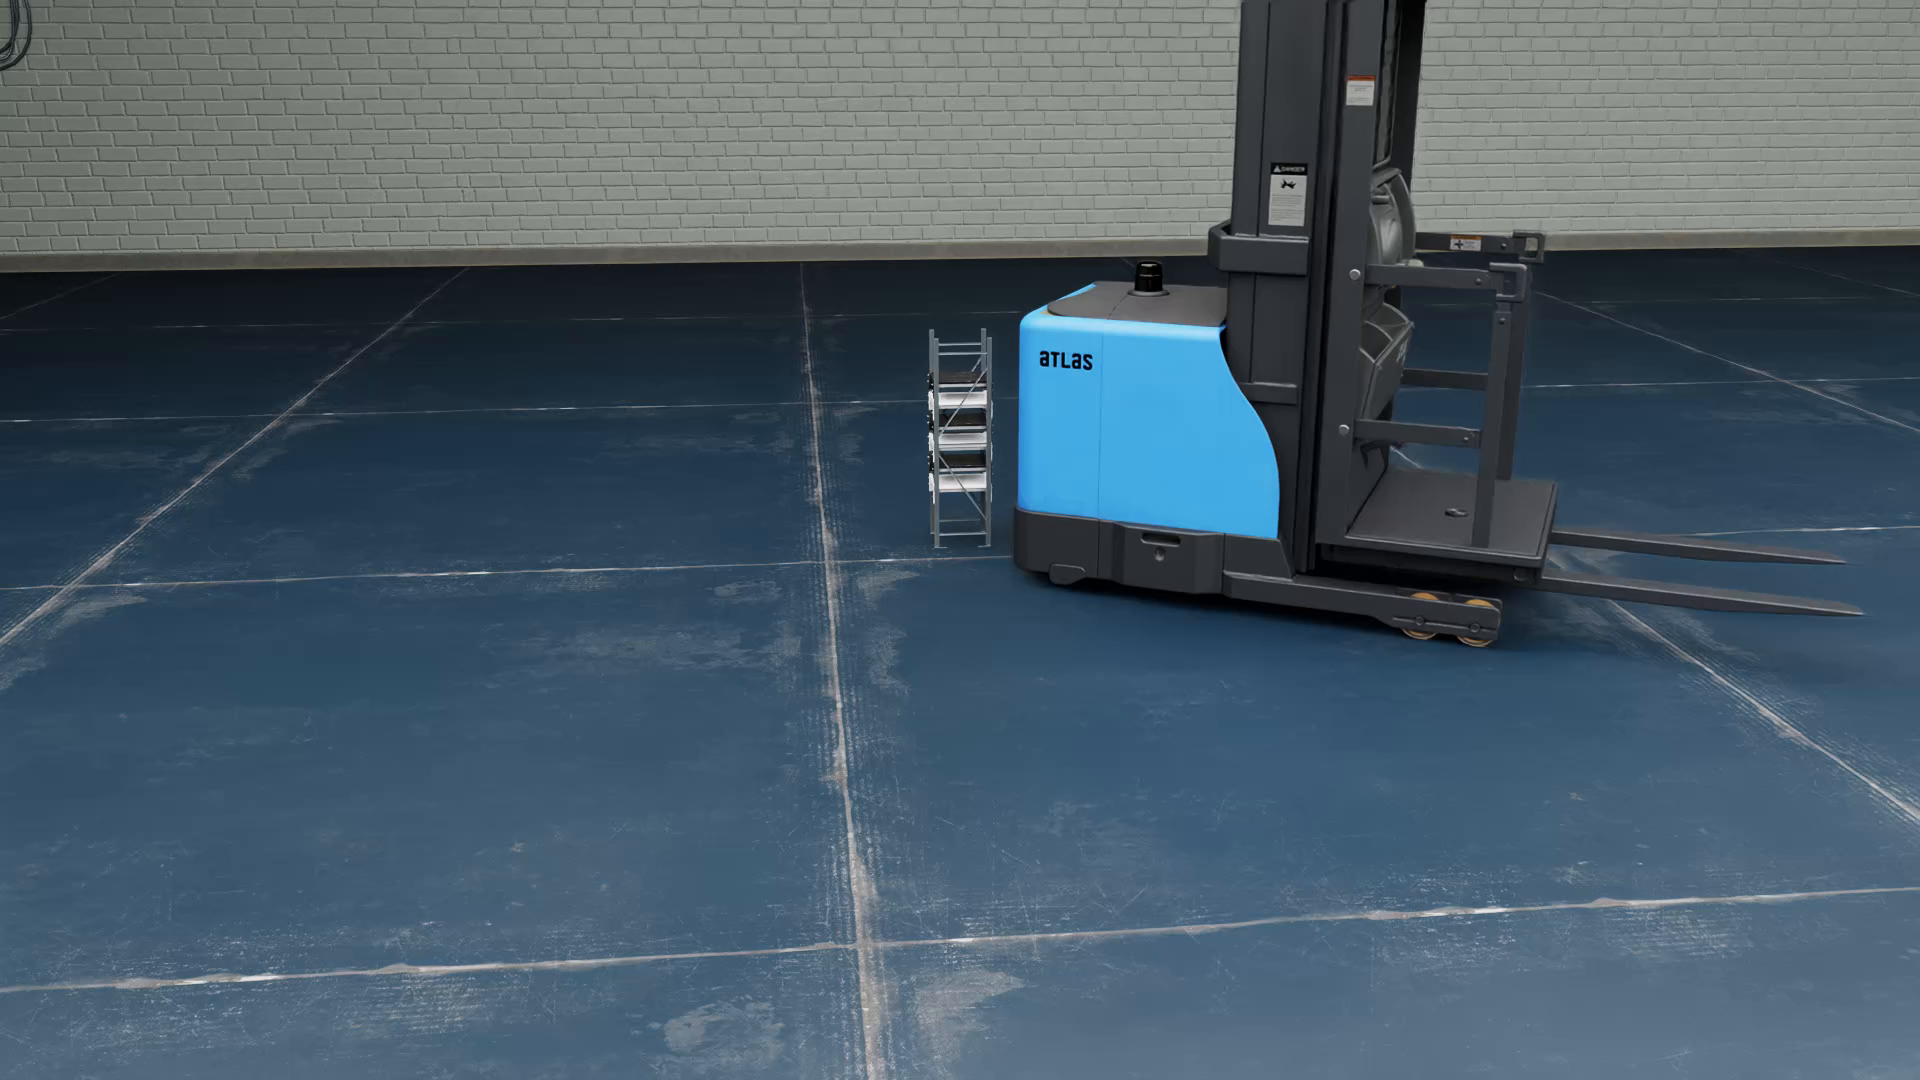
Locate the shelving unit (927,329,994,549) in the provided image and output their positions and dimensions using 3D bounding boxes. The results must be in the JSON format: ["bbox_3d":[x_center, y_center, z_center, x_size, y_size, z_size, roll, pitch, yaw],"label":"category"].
[{"bbox_3d":[0.001,-0.427,7.035,0.258,0.900,0.210,-2,18,-6],"label":"shelving unit"}]

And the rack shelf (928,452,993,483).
[{"bbox_3d":[0.001,-0.309,7.072,0.258,0.077,0.200,-2,18,-6],"label":"rack shelf"}]

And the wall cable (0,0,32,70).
[{"bbox_3d":[-9.425,-5.139,13.706,3.097,2.526,0.112,-2,18,-6],"label":"wall cable"}]

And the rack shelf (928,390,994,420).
[{"bbox_3d":[0.001,-0.567,6.991,0.258,0.077,0.200,-2,18,-6],"label":"rack shelf"}]

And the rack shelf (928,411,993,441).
[{"bbox_3d":[0.001,-0.481,7.018,0.258,0.077,0.200,-2,18,-6],"label":"rack shelf"}]

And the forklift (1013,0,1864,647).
[{"bbox_3d":[1.782,-1.196,6.094,3.031,2.935,1.130,7,19,21],"label":"forklift"}]

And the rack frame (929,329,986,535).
[{"bbox_3d":[-0.010,-0.457,7.131,0.240,0.900,0.006,-2,18,-6],"label":"rack frame"}]

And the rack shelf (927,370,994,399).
[{"bbox_3d":[0.001,-0.653,6.964,0.258,0.077,0.200,-2,18,-6],"label":"rack shelf"}]

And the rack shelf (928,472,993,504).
[{"bbox_3d":[0.001,-0.223,7.098,0.258,0.077,0.200,-2,18,-6],"label":"rack shelf"}]

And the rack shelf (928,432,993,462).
[{"bbox_3d":[0.001,-0.395,7.045,0.258,0.077,0.200,-2,18,-6],"label":"rack shelf"}]

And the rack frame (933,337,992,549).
[{"bbox_3d":[0.011,-0.397,6.938,0.240,0.900,0.006,-2,18,-6],"label":"rack frame"}]
